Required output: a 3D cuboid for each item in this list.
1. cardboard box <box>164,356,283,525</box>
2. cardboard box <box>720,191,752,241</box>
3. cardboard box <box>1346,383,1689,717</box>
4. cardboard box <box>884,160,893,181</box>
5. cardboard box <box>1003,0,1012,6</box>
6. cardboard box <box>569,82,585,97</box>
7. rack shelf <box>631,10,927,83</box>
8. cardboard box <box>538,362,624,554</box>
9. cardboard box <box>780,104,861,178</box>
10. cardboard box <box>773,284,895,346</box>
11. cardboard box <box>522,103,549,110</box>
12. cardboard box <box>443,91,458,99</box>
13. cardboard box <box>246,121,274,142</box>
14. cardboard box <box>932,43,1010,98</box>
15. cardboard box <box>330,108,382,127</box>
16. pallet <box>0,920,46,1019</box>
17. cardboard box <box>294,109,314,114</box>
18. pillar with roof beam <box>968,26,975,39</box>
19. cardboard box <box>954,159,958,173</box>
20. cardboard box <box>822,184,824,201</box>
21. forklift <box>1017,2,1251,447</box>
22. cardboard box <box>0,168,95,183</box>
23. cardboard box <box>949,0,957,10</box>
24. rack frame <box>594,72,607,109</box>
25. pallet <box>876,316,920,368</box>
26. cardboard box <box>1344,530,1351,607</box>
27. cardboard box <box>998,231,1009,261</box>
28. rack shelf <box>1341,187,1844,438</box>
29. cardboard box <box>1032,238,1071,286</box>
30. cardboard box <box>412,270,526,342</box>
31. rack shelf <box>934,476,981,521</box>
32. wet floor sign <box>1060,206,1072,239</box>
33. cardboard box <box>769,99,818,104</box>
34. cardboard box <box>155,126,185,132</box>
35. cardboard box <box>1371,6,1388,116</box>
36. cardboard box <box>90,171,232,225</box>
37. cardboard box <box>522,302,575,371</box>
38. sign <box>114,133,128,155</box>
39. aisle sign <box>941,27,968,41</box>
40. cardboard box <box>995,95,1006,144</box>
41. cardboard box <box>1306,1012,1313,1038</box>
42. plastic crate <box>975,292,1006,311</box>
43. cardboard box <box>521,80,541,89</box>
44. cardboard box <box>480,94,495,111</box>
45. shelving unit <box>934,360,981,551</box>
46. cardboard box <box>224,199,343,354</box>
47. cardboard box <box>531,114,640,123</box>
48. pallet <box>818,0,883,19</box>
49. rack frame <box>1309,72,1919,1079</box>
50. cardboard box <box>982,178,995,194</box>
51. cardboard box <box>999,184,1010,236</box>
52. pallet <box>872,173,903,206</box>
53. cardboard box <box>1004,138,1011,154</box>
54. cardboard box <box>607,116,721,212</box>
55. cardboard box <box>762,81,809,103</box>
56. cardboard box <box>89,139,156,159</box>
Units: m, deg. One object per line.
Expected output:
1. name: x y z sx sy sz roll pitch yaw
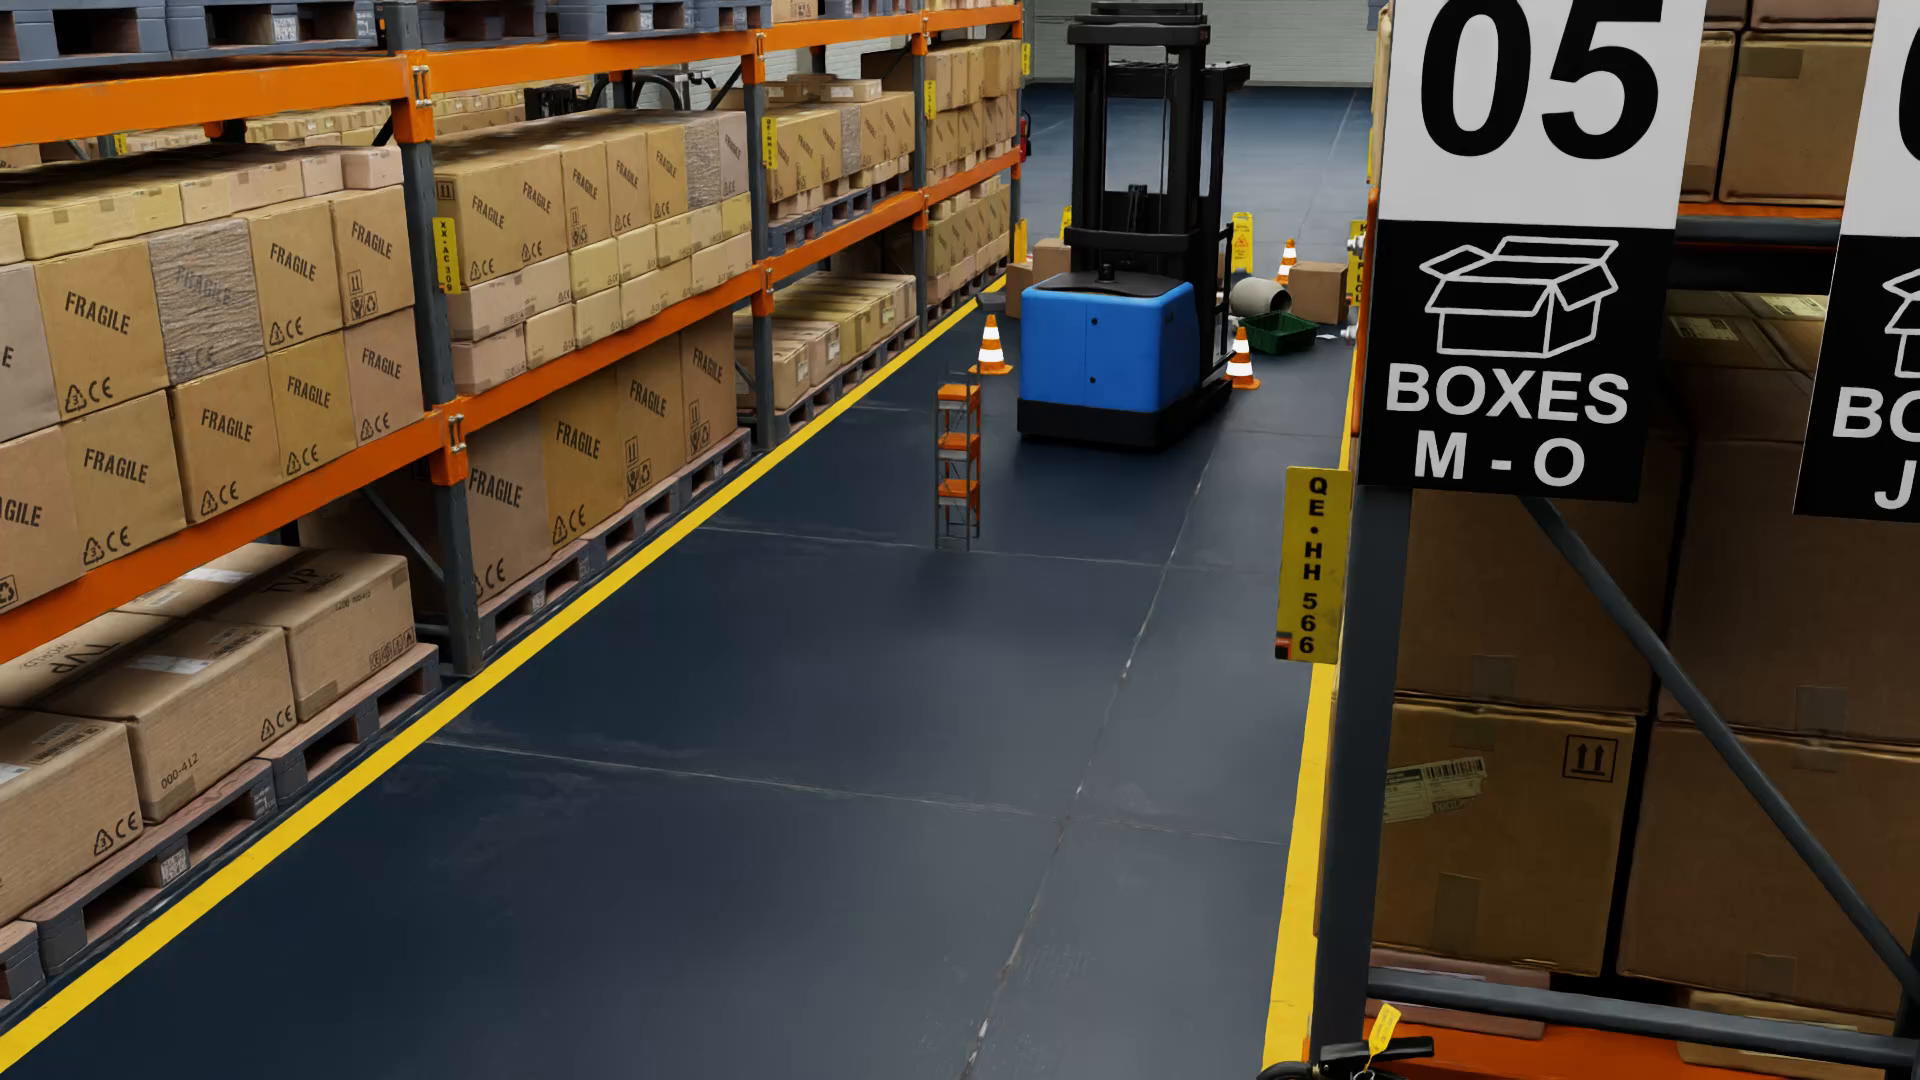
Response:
1. cardboard box: -2.848 -0.384 6.016 0.500 0.500 0.500 4 19 13
2. cardboard box: -1.649 -2.070 10.566 0.500 0.250 0.500 5 19 13
3. cardboard box: 0.964 -0.034 2.984 0.500 0.500 0.500 4 19 12
4. cardboard box: -0.767 -3.062 13.750 0.380 0.149 0.250 4 19 12
5. cardboard box: 0.333 -5.670 17.394 0.380 0.149 0.250 5 19 14
6. cardboard box: -4.483 -5.116 18.865 0.380 0.149 0.250 5 19 14
7. rack shelf: -1.288 -3.782 12.592 1.077 0.370 4.000 5 19 13
8. cardboard box: -2.467 -0.500 9.149 0.875 0.875 0.875 5 20 15
9. cardboard box: -1.069 -3.073 12.779 0.500 0.500 0.500 4 19 11
10. cardboard box: -1.097 -1.895 14.010 0.950 0.372 0.625 6 20 17
11. cardboard box: -4.762 -4.524 18.138 0.500 0.500 0.500 4 19 12
12. cardboard box: -5.218 -4.462 16.492 0.380 0.149 0.250 4 19 12
13. cardboard box: -5.952 -3.392 13.821 0.380 0.149 0.250 5 19 13
14. cardboard box: 0.109 -4.742 16.767 0.700 0.500 0.500 4 19 13
15. cardboard box: -5.527 -3.868 15.213 0.380 0.149 0.250 4 19 13
16. pallet: -3.612 1.494 4.987 1.003 0.211 1.213 5 19 13
17. cardboard box: -6.086 -3.824 15.083 0.380 0.149 0.250 5 19 13
18. pillar with roof beam: 4.358 -14.849 39.239 9.100 9.000 0.400 5 19 13
19. cardboard box: -0.236 -3.614 16.017 0.380 0.149 0.250 5 19 13
20. cardboard box: -1.233 -2.578 12.332 0.380 0.149 0.250 6 20 17
21. forklift: 1.461 -2.457 12.346 1.130 2.935 3.031 8 20 22
22. cardboard box: -3.364 -1.252 6.008 0.380 0.149 0.250 4 19 12
23. cardboard box: -0.238 -5.031 15.525 0.380 0.149 0.250 4 19 12
24. rack frame: -4.636 -4.975 19.611 1.000 3.000 0.127 5 19 13
25. pallet: -0.988 -1.766 14.532 1.003 0.211 1.213 5 19 13
26. cardboard box: 1.085 0.280 3.612 0.500 0.500 0.500 4 19 12
27. cardboard box: 0.236 -3.199 18.017 0.500 0.250 0.500 5 19 13
28. rack shelf: 1.582 -0.915 4.199 1.077 0.370 4.000 5 19 13
29. cardboard box: 0.934 -2.374 14.694 0.500 0.500 0.500 5 19 13
30. cardboard box: -2.373 -1.104 7.737 0.500 0.250 0.500 4 19 12
31. rack shelf: -0.013 -0.207 9.562 0.215 0.259 0.240 5 19 13
32. wet floor sign: 1.262 -3.445 18.774 0.267 0.644 0.232 12 22 32
33. cardboard box: -1.448 -3.282 13.390 0.500 0.500 0.500 5 19 13
34. cardboard box: -6.498 -3.265 13.447 0.380 0.149 0.250 5 19 13
35. cardboard box: 1.311 -1.205 4.165 0.500 0.250 0.500 6 20 16
36. cardboard box: -2.831 -1.215 5.898 0.380 0.149 0.250 5 19 13
37. cardboard box: -2.265 -1.031 8.297 0.500 0.250 0.500 4 19 12
38. sign: -6.062 -2.938 11.979 0.100 0.325 0.005 5 19 13
39. aisle sign: -0.107 -5.858 18.175 0.394 0.787 0.004 5 19 13
40. cardboard box: 0.186 -4.423 17.382 0.500 0.500 0.500 5 19 14
41. cardboard box: 1.034 1.308 4.058 0.380 0.149 0.250 4 19 12
42. plastic crate: 0.379 -2.376 16.519 0.402 0.080 0.583 -2 19 -6
43. cardboard box: -4.734 -4.933 17.870 0.380 0.149 0.250 5 19 14
44. cardboard box: -4.984 -4.473 16.984 0.380 0.149 0.250 4 19 13
45. shelving unit: -0.013 -0.480 9.469 0.215 1.050 0.252 5 19 13
46. cardboard box: -2.733 -1.015 6.317 0.500 0.500 0.500 4 19 13
47. cardboard box: -2.246 -2.305 10.094 0.500 0.500 0.500 5 19 14
48. pallet: -1.304 -4.150 12.847 1.213 0.211 1.003 5 19 13
49. rack frame: 1.094 0.790 2.733 1.000 3.000 0.127 5 19 13
50. cardboard box: 0.146 -3.672 17.239 0.380 0.149 0.250 5 19 14
51. cardboard box: 0.235 -3.564 17.926 0.500 0.500 0.500 5 19 14
52. pallet: -1.127 -3.011 14.159 1.003 0.211 1.213 5 19 13
53. cardboard box: 0.340 -4.243 17.856 0.380 0.149 0.250 4 19 13
54. cardboard box: -1.767 -2.253 9.940 0.500 0.500 0.500 5 19 14
55. cardboard box: -1.423 -3.556 13.189 0.380 0.149 0.250 6 20 16
56. cardboard box: -6.227 -2.898 12.373 0.380 0.149 0.250 5 20 15
